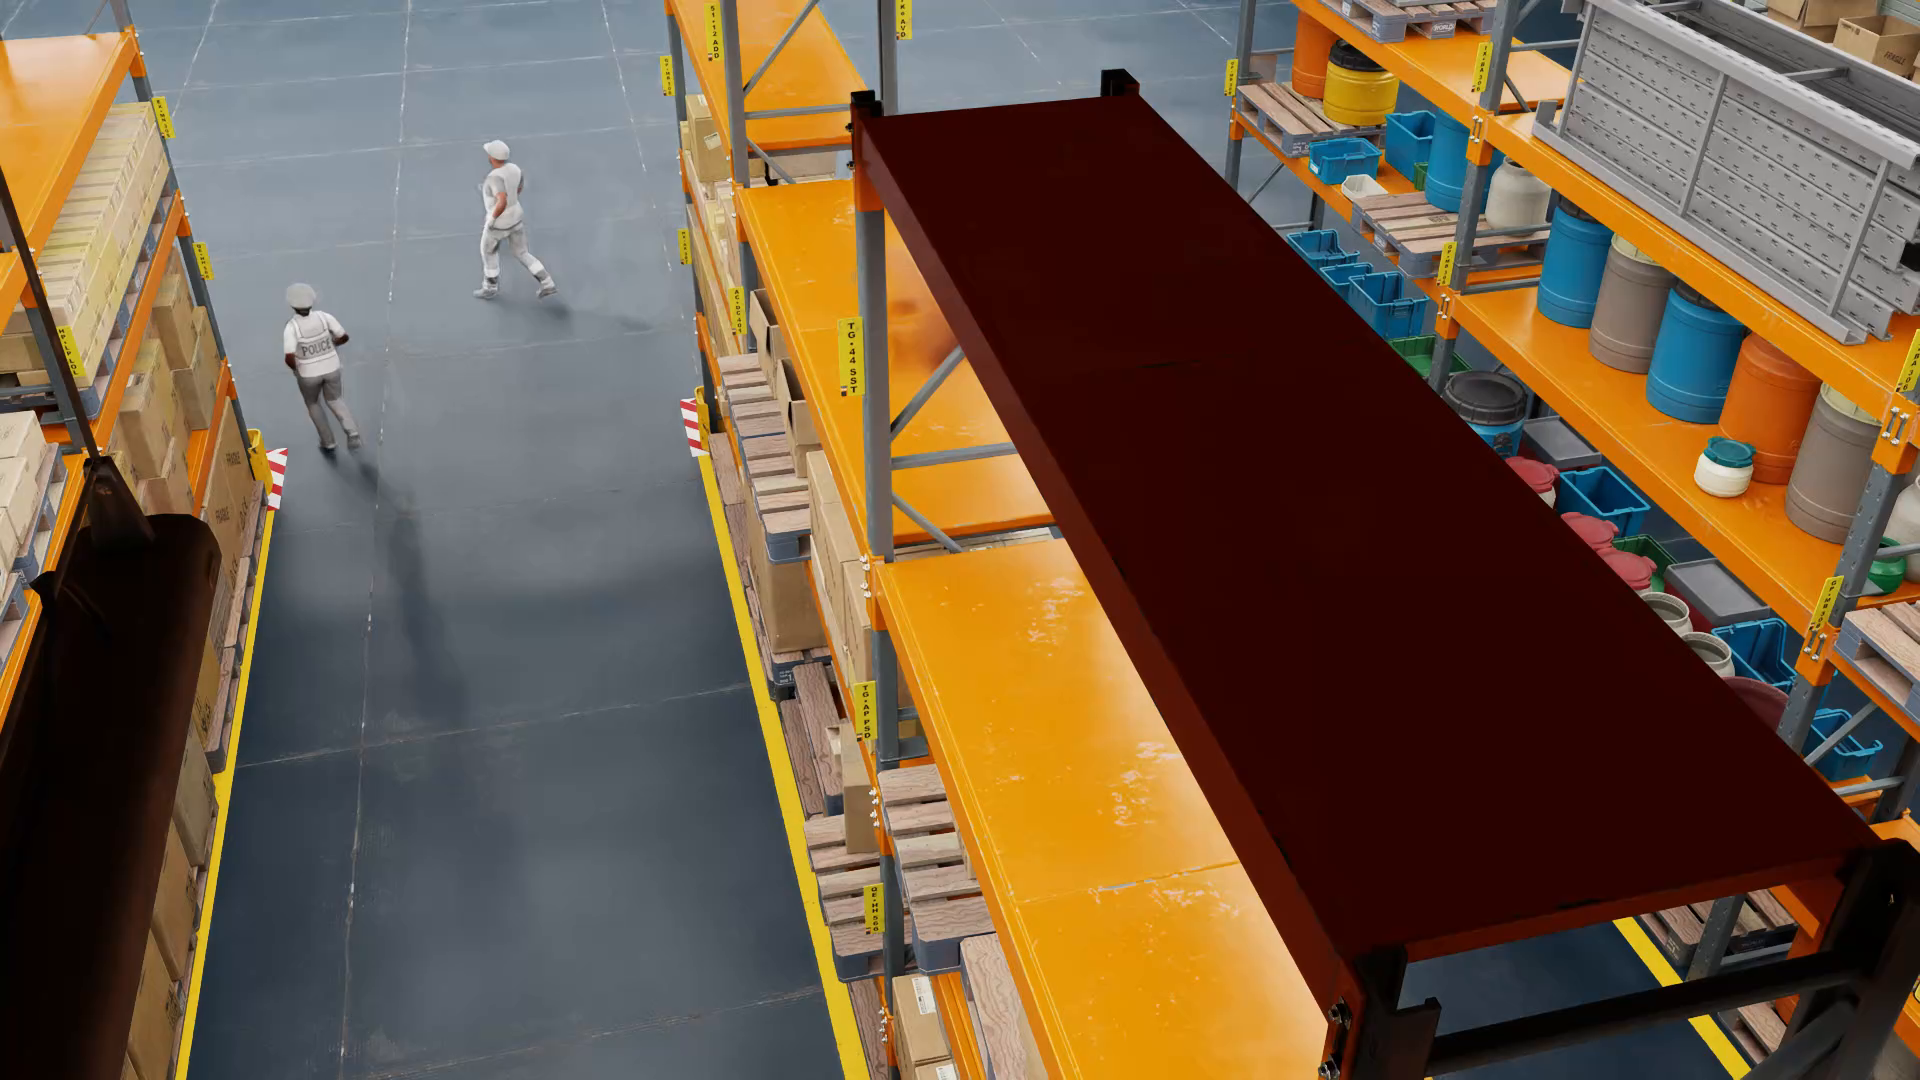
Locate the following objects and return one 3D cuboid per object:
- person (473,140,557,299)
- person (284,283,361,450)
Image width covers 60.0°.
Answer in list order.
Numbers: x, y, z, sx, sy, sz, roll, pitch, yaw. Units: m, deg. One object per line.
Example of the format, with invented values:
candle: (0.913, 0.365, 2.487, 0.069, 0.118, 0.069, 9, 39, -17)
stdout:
person: (-4.758, -3.304, 17.309, 0.989, 1.775, 0.670, 16, 38, 22)
person: (-5.693, -1.499, 14.819, 0.593, 1.688, 0.674, -25, 42, -32)
